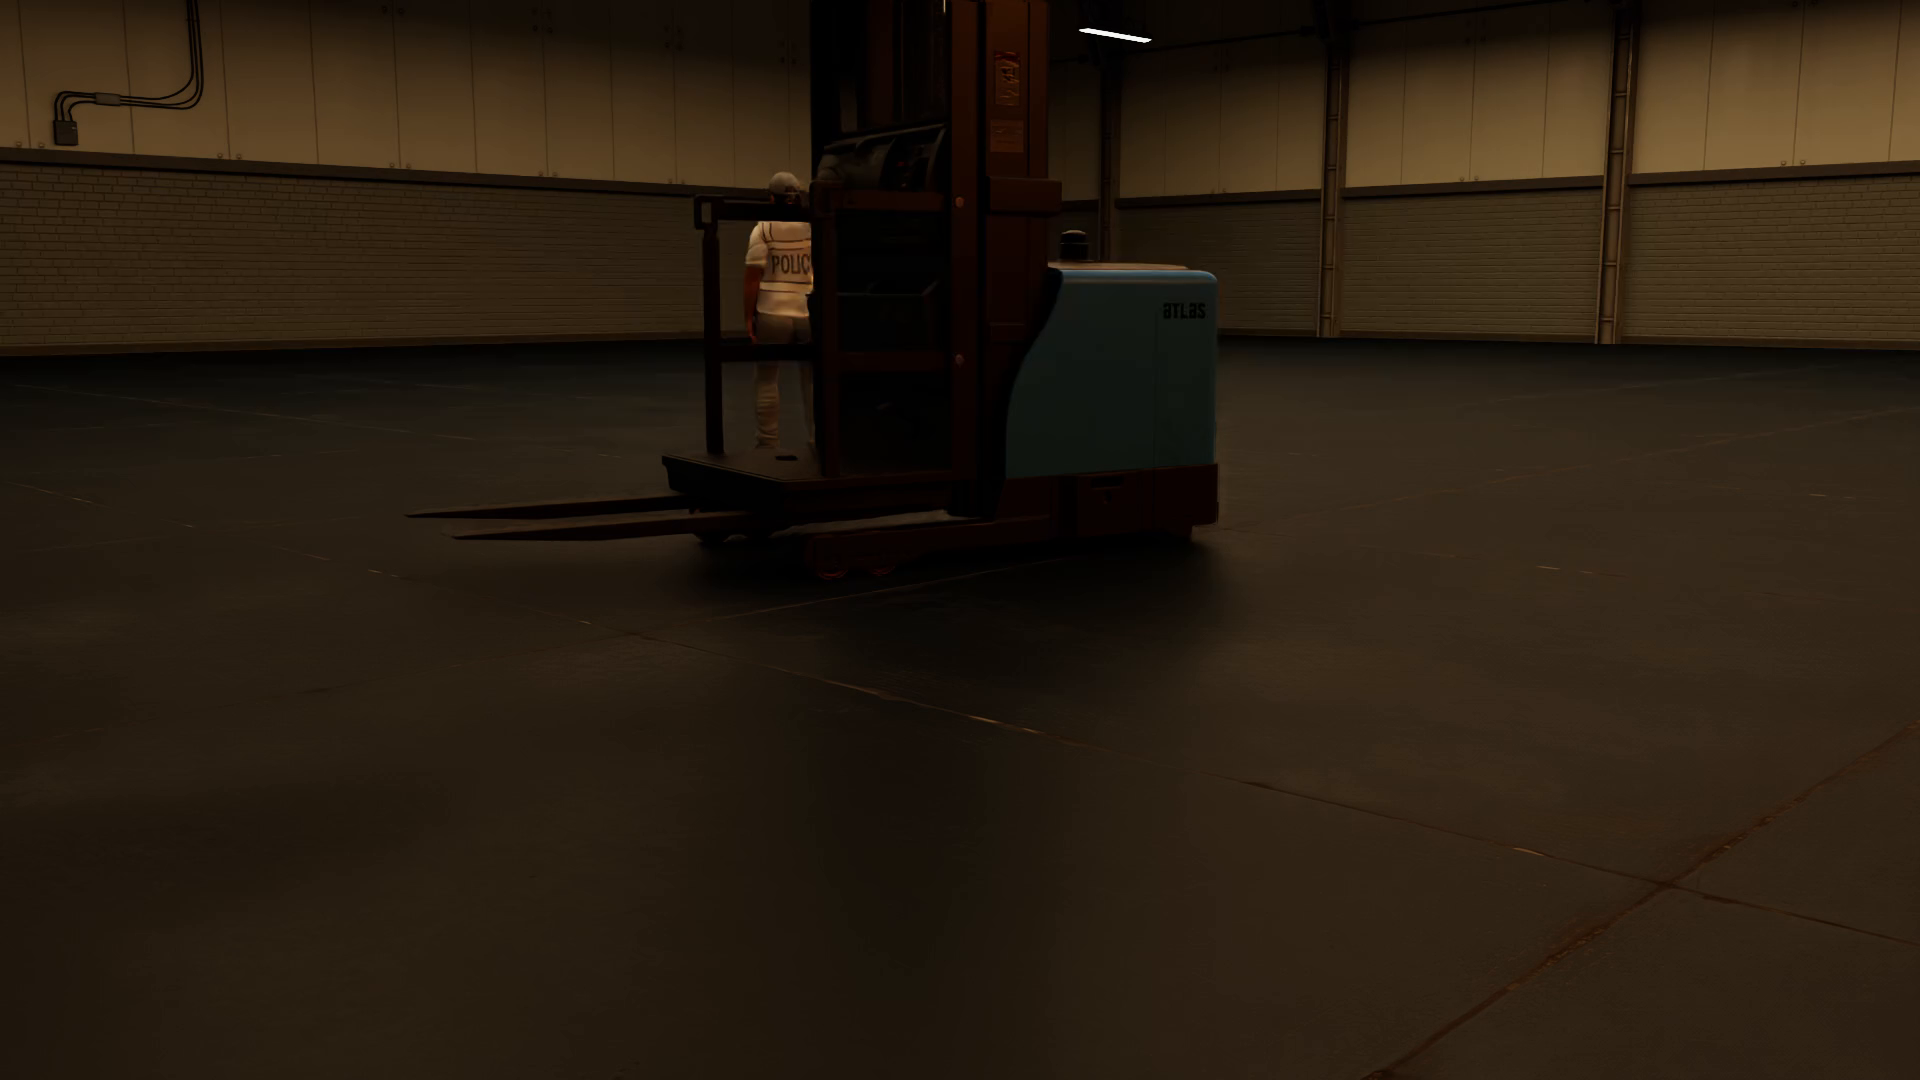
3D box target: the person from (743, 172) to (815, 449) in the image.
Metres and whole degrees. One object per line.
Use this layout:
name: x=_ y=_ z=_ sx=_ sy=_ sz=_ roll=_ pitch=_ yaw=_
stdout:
person: x=-0.985 y=-1.259 z=9.602 sx=0.555 sy=1.693 sz=0.486 roll=-2 pitch=9 yaw=-16

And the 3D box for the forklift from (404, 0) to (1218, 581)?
forklift: x=-0.486 y=-1.397 z=6.151 sx=3.031 sy=2.935 sz=1.130 roll=-5 pitch=10 yaw=-31
